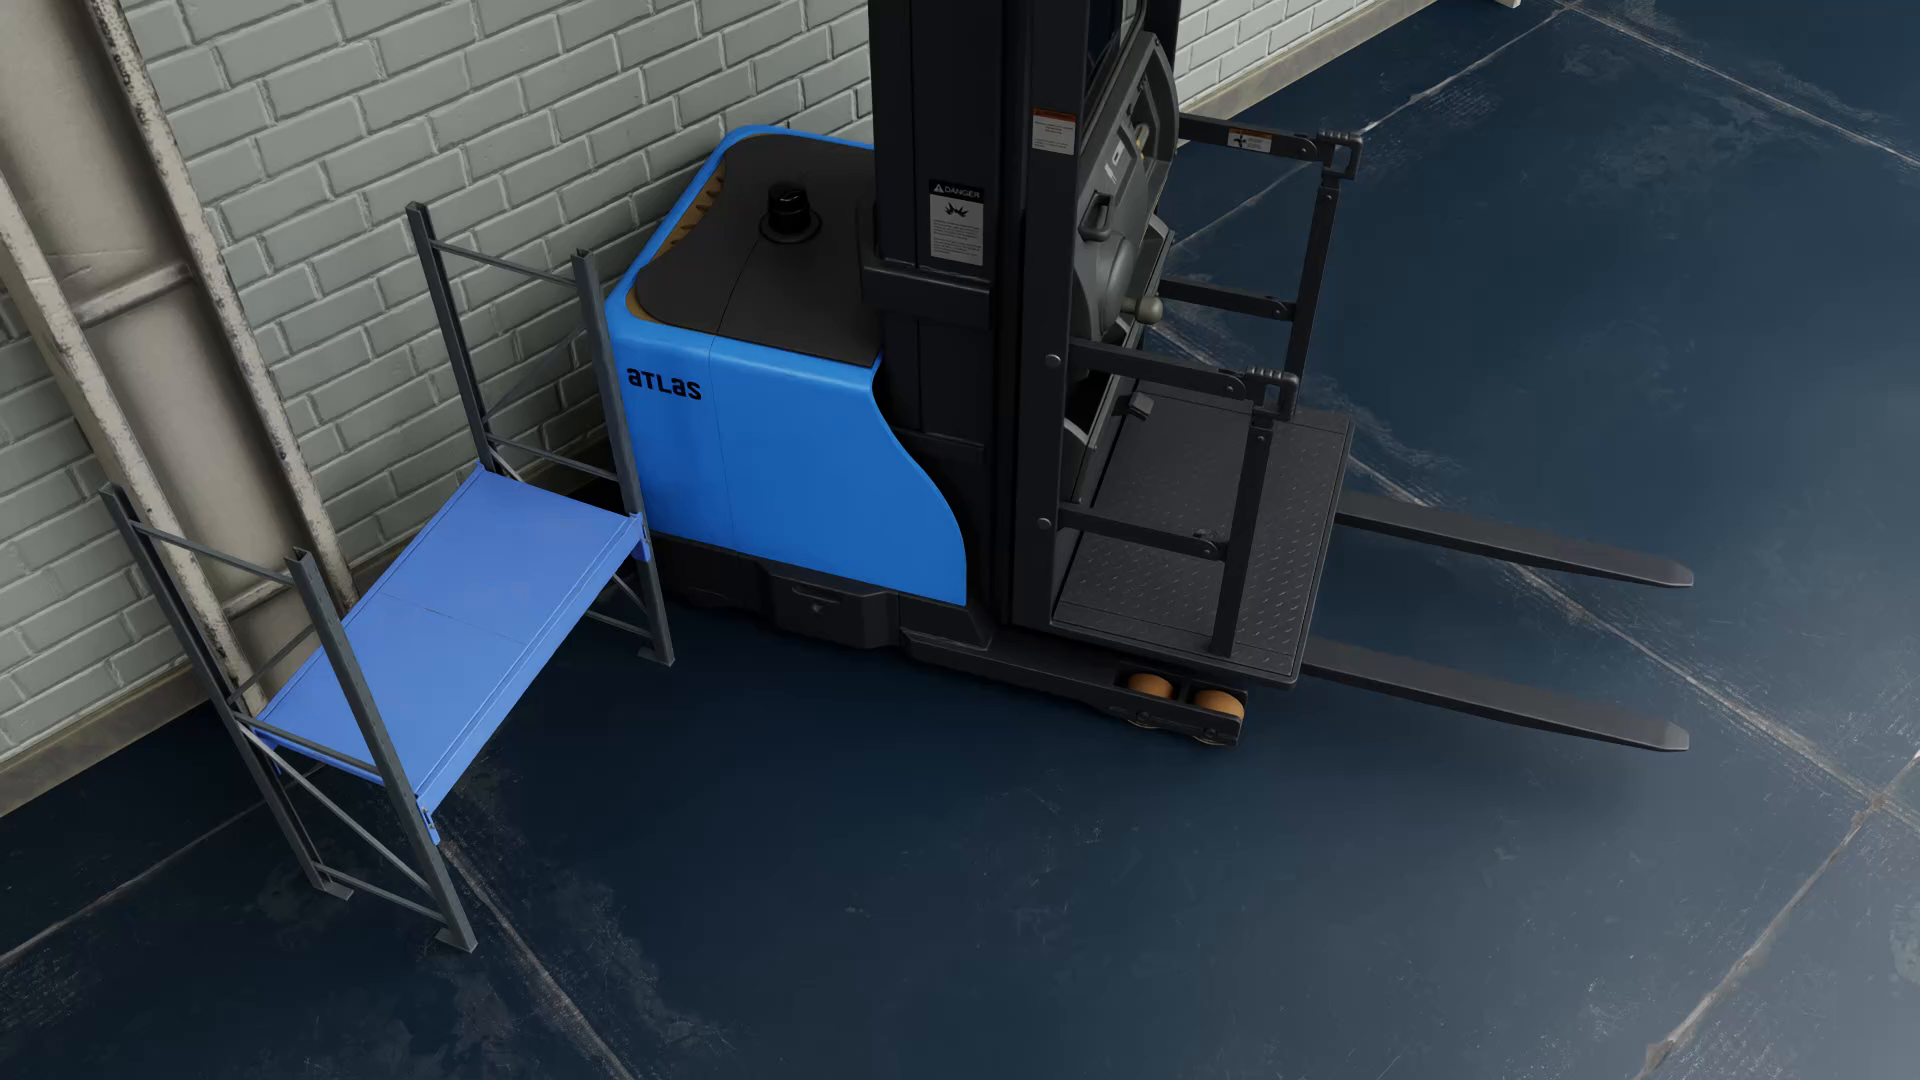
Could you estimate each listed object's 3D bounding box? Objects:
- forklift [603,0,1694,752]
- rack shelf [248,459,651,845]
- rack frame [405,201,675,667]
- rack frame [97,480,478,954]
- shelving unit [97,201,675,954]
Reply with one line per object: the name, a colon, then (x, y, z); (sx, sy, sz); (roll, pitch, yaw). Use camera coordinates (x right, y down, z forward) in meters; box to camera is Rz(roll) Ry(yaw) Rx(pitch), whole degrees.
forklift: (0.601, -0.854, 4.043); (3.031, 2.935, 1.130); (13, 49, 12)
rack shelf: (-1.279, 0.250, 4.244); (0.538, 0.185, 1.000); (17, 50, 15)
rack frame: (-1.079, -0.216, 4.429); (0.500, 1.500, 0.032); (17, 50, 15)
rack frame: (-1.478, 0.471, 3.795); (0.500, 1.500, 0.032); (17, 50, 15)
shelving unit: (-1.279, 0.128, 4.112); (0.538, 1.500, 1.048); (17, 50, 15)
